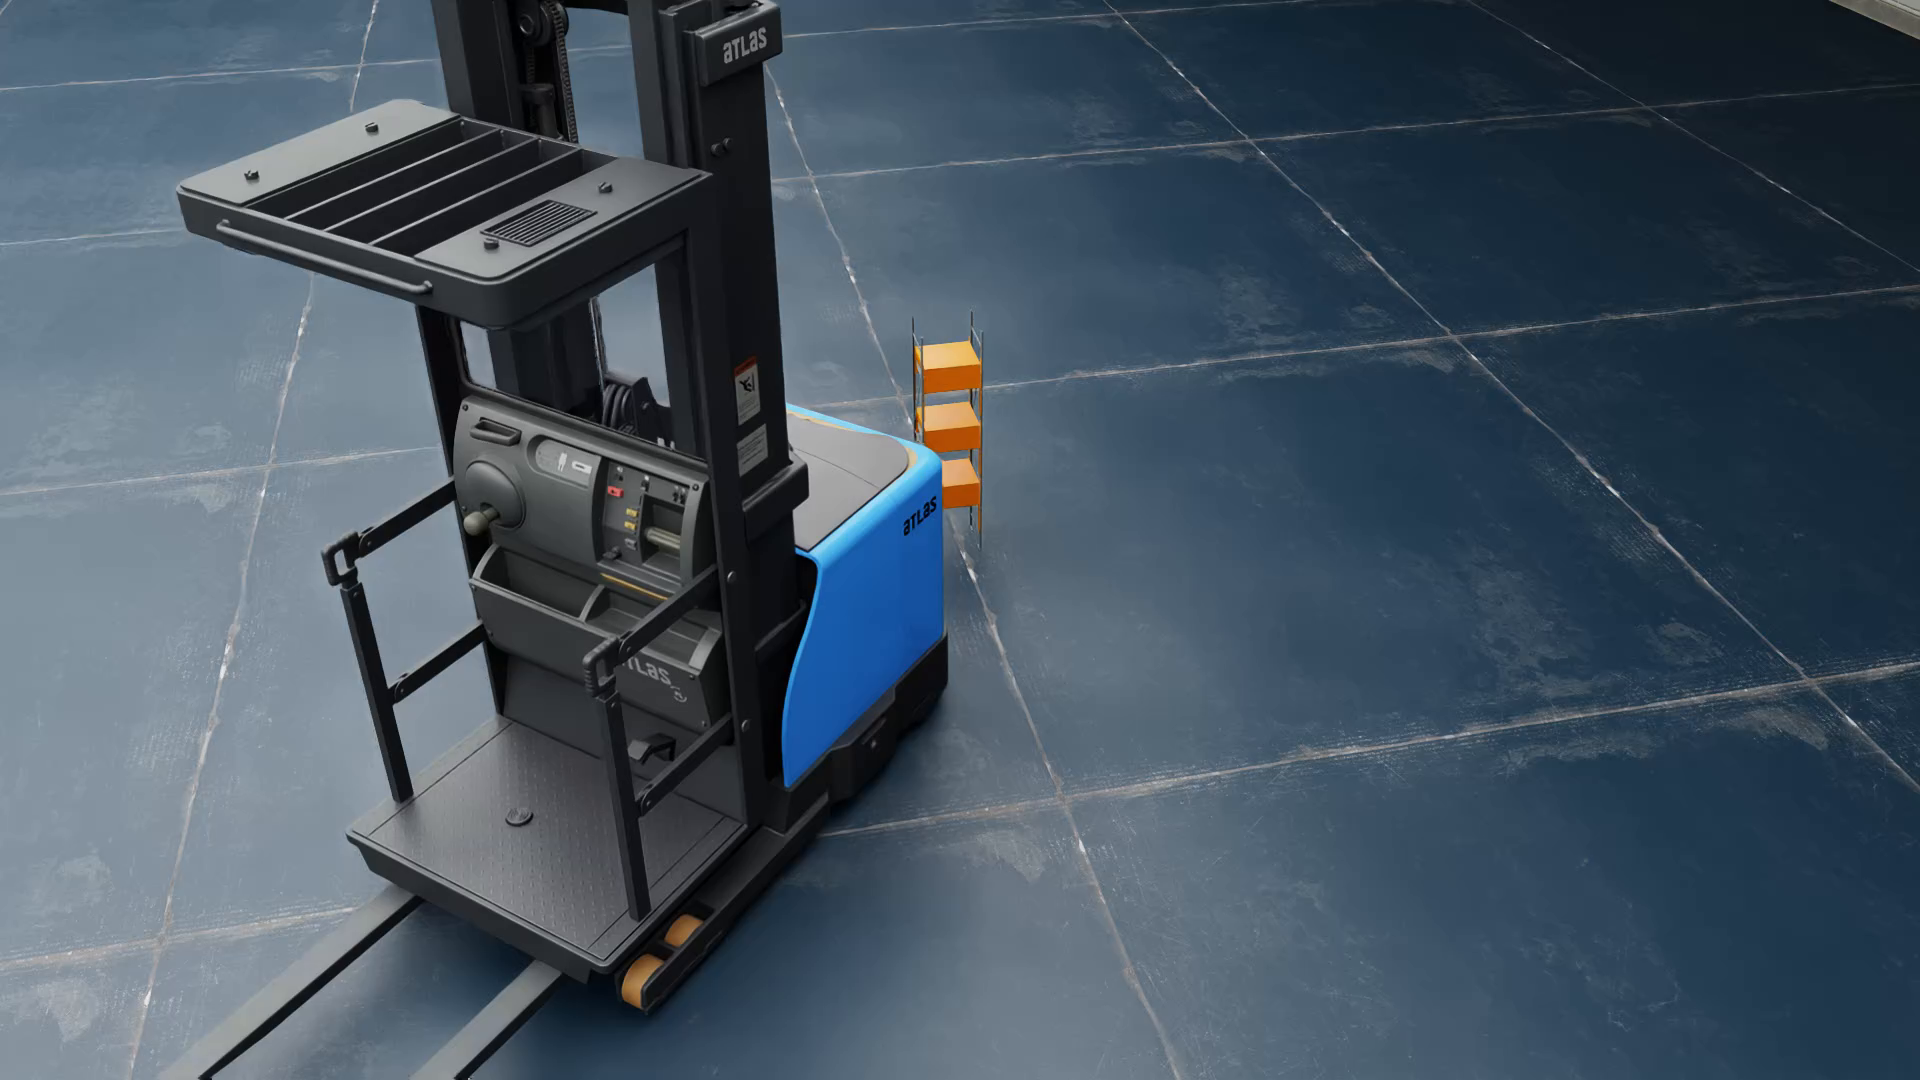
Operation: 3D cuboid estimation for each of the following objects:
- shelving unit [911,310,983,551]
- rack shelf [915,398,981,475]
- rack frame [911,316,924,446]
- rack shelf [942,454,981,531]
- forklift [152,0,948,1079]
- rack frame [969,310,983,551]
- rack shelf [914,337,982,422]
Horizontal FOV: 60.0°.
[{"bbox_3d":[-0.052,-0.429,6.948,0.252,1.050,0.215,-7,35,-11],"label":"shelving unit"},{"bbox_3d":[-0.052,-0.421,6.954,0.240,0.259,0.215,-7,35,-11],"label":"rack shelf"},{"bbox_3d":[-0.171,-0.414,6.925,0.008,1.050,0.200,-7,35,-11],"label":"rack frame"},{"bbox_3d":[-0.052,-0.190,7.108,0.240,0.259,0.215,-7,35,-11],"label":"rack shelf"},{"bbox_3d":[-1.237,-0.073,4.728,1.130,2.935,3.031,19,38,25],"label":"forklift"},{"bbox_3d":[0.067,-0.444,6.970,0.008,1.050,0.200,-7,35,-11],"label":"rack frame"},{"bbox_3d":[-0.052,-0.656,6.795,0.240,0.259,0.215,-7,35,-11],"label":"rack shelf"}]
